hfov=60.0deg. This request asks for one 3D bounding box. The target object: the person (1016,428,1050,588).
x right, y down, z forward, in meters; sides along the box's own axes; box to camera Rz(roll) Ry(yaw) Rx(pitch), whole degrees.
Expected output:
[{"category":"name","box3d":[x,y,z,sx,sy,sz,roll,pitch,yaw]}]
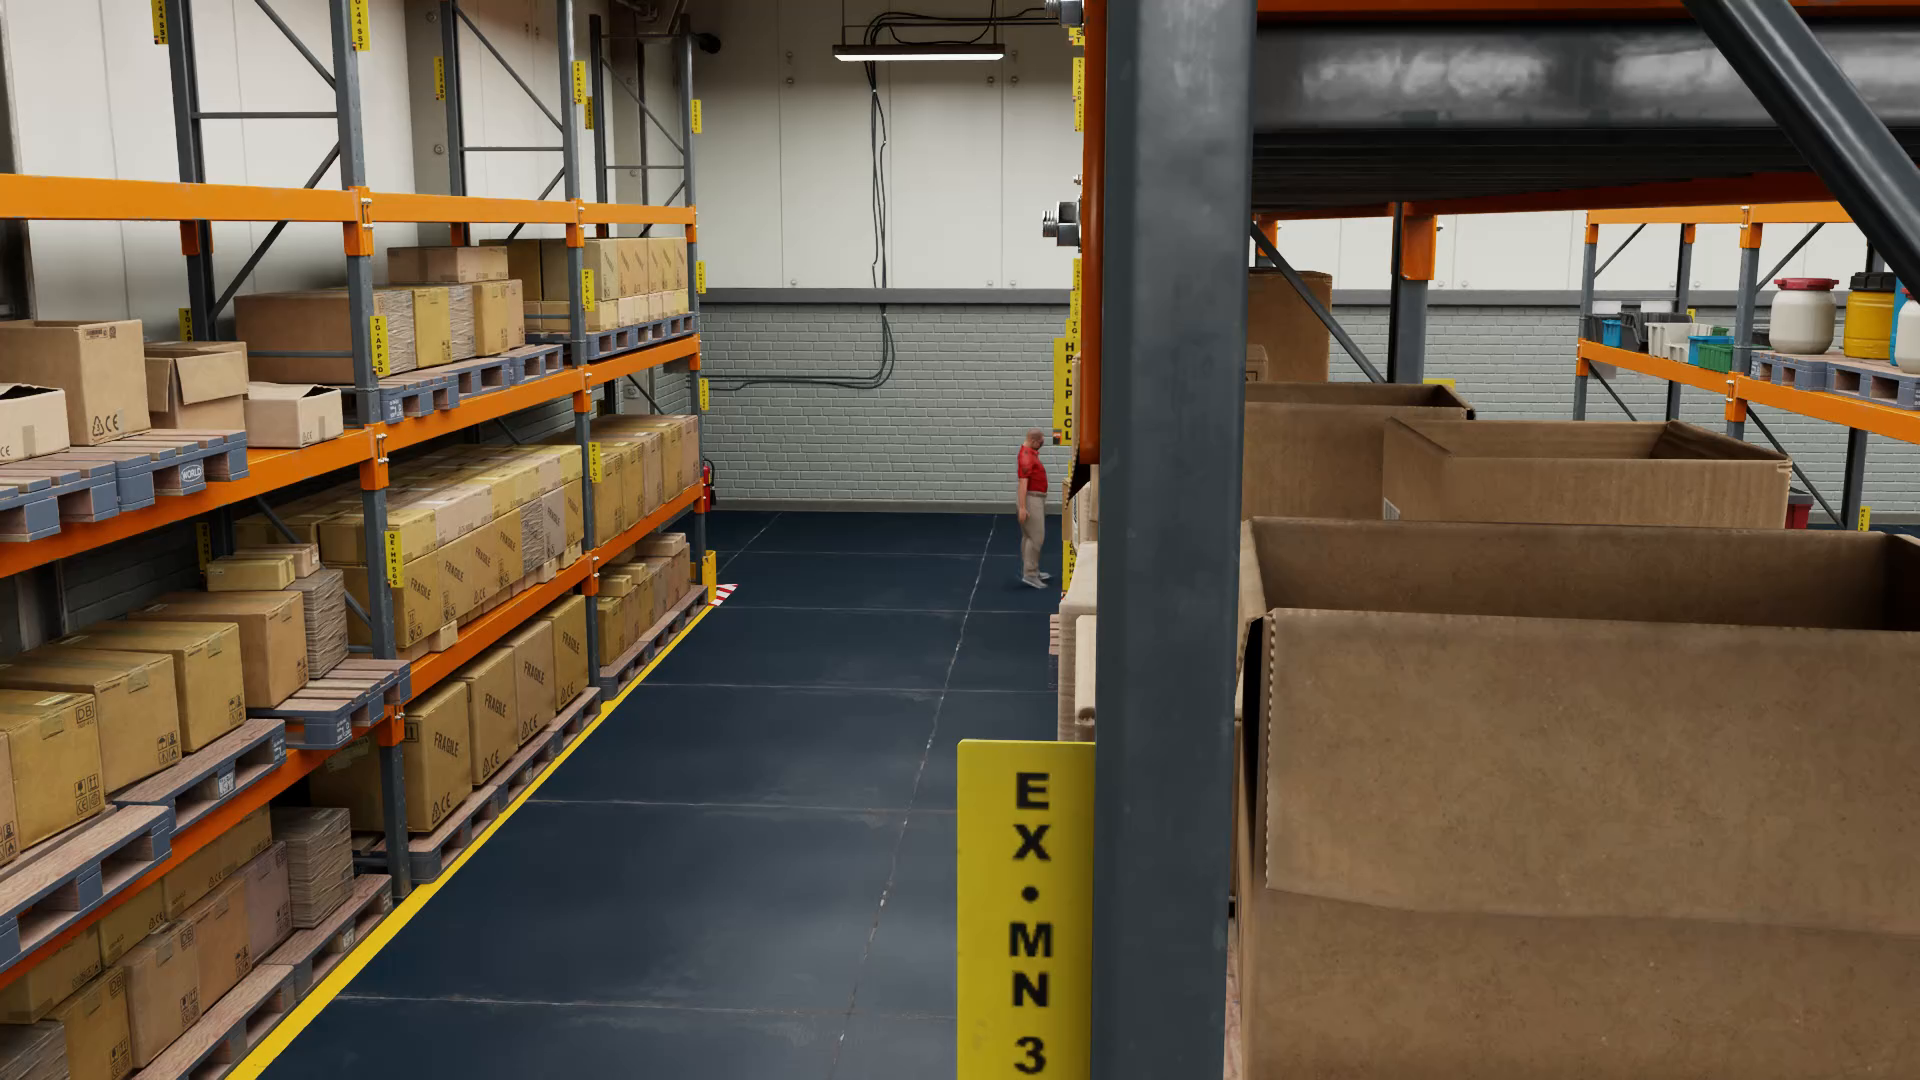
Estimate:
[{"category":"person","box3d":[0.815,-0.355,18.395,0.395,1.773,0.662,0,11,-2]}]
